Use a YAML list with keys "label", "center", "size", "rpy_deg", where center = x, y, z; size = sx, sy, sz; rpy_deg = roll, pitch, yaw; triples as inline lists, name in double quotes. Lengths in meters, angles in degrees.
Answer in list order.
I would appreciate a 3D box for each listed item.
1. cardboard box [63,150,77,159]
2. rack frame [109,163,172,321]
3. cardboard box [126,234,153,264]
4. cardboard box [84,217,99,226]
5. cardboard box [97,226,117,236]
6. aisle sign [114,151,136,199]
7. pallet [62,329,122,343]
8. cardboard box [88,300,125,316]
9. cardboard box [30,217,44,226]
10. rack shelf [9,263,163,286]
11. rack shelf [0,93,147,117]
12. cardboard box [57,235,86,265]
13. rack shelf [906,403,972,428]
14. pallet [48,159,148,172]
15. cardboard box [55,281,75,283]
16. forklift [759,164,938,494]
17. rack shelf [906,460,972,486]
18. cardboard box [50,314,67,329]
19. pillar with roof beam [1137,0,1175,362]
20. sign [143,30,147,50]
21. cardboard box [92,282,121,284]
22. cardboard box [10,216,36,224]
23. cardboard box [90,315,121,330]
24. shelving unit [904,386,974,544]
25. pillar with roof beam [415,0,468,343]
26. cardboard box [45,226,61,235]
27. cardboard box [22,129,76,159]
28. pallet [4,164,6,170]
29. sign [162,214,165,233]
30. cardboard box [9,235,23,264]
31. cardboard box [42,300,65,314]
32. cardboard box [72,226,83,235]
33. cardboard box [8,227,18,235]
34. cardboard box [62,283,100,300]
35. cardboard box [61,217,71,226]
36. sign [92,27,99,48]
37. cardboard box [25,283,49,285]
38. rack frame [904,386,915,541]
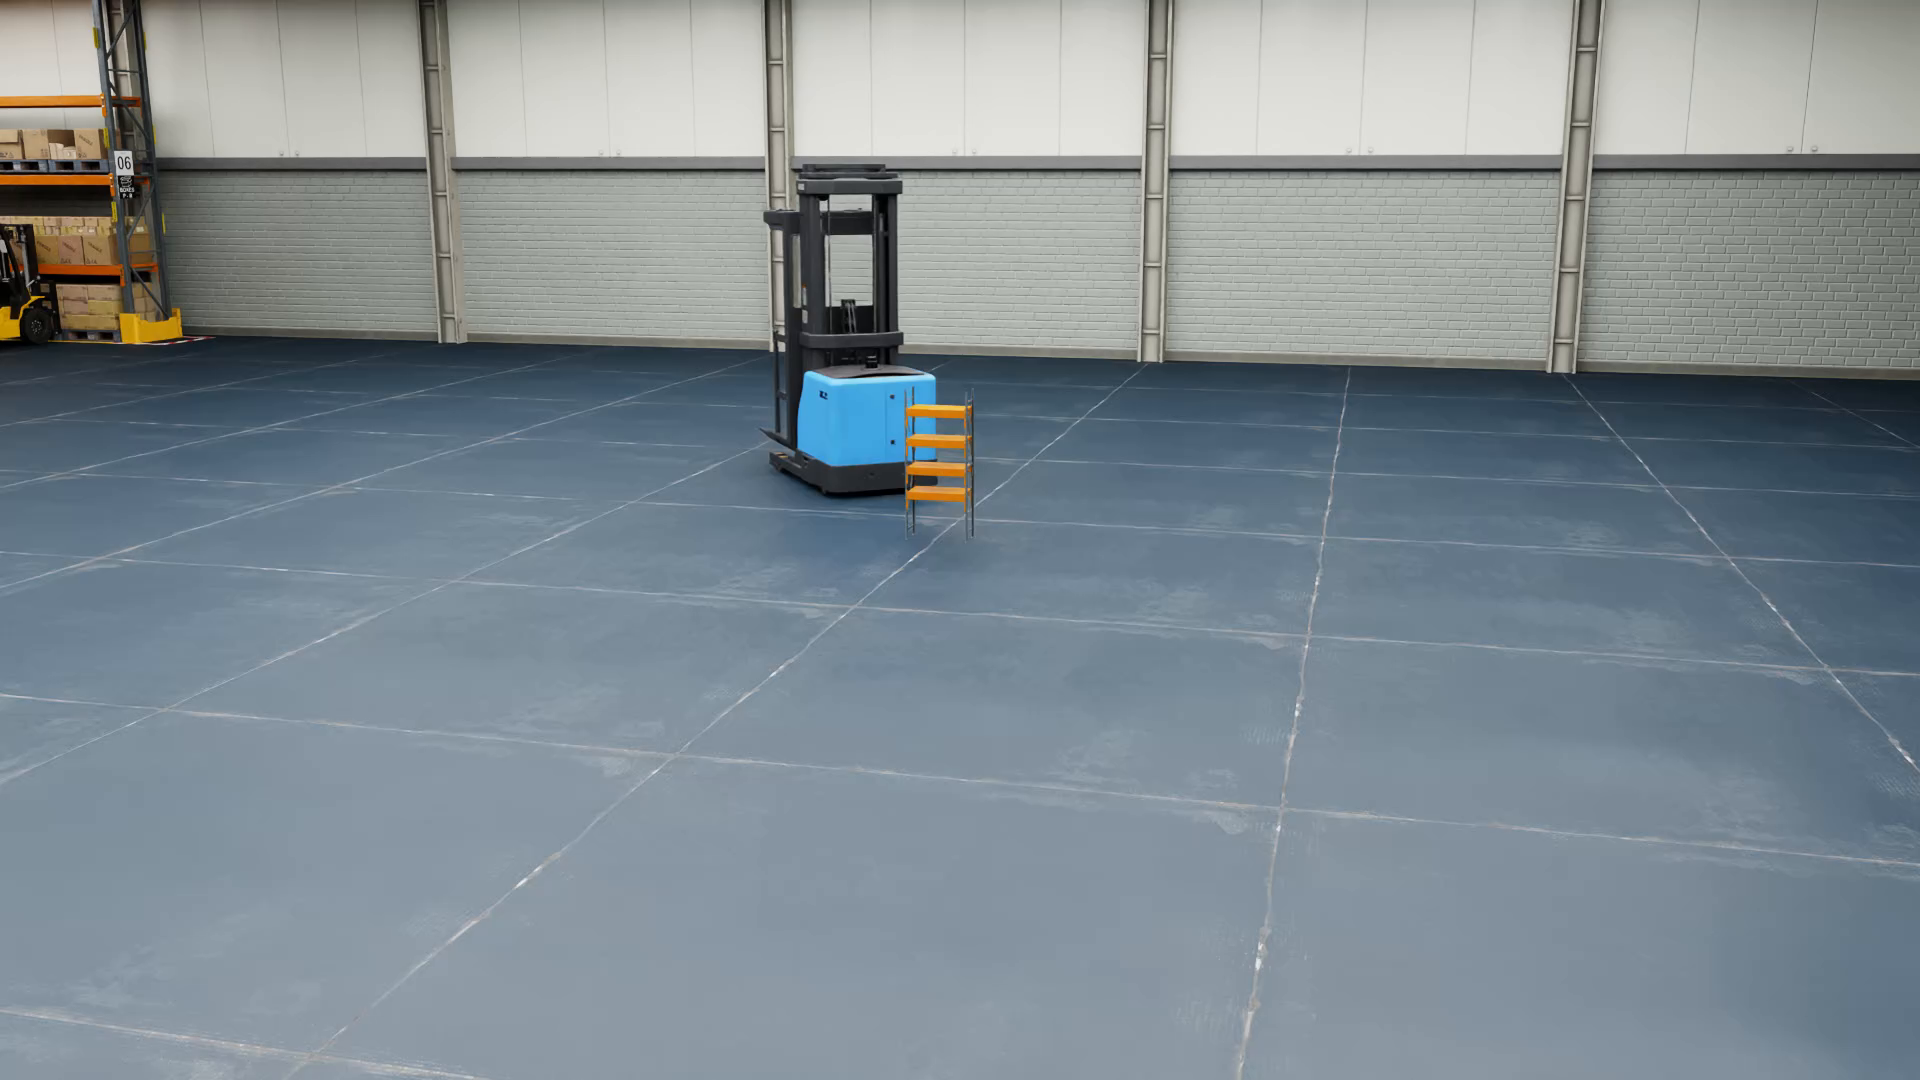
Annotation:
- label: "cardboard box"
  center: [-14.935, -6.519, 28.146]
  size: [0.250, 0.149, 0.380]
  rpy_deg: [3, 13, 12]
- label: "rack frame"
  center: [-14.057, -4.944, 28.594]
  size: [0.127, 3.000, 1.000]
  rpy_deg: [3, 13, 14]
- label: "cardboard box"
  center: [-14.472, -5.077, 28.963]
  size: [0.500, 0.500, 0.500]
  rpy_deg: [3, 13, 15]
- label: "cardboard box"
  center: [-14.703, -5.436, 28.393]
  size: [0.250, 0.149, 0.380]
  rpy_deg: [3, 13, 14]
- label: "cardboard box"
  center: [-14.461, -5.269, 28.329]
  size: [0.250, 0.149, 0.380]
  rpy_deg: [3, 13, 14]
- label: "aisle sign"
  center: [-14.064, -6.148, 28.019]
  size: [0.004, 0.787, 0.394]
  rpy_deg: [3, 13, 14]
- label: "pallet"
  center: [-14.810, -3.614, 29.035]
  size: [1.213, 0.211, 1.003]
  rpy_deg: [3, 13, 14]
- label: "cardboard box"
  center: [-14.605, -4.011, 28.610]
  size: [0.500, 0.250, 0.500]
  rpy_deg: [3, 13, 13]
- label: "cardboard box"
  center: [-15.719, -5.475, 28.568]
  size: [0.250, 0.149, 0.380]
  rpy_deg: [3, 13, 15]
- label: "rack shelf"
  center: [-15.999, -4.697, 29.140]
  size: [4.000, 0.370, 1.077]
  rpy_deg: [3, 13, 14]
- label: "rack shelf"
  center: [-15.999, -7.431, 28.534]
  size: [4.000, 0.370, 1.077]
  rpy_deg: [3, 13, 14]
- label: "cardboard box"
  center: [-15.100, -4.992, 28.580]
  size: [0.500, 0.500, 0.500]
  rpy_deg: [3, 13, 15]
- label: "rack shelf"
  center: [-0.161, -0.978, 13.057]
  size: [0.480, 0.148, 0.258]
  rpy_deg: [3, 13, 14]
- label: "pallet"
  center: [-14.738, -6.408, 28.469]
  size: [1.213, 0.211, 1.003]
  rpy_deg: [3, 13, 14]
- label: "cardboard box"
  center: [-15.943, -4.441, 29.397]
  size: [0.500, 0.250, 0.500]
  rpy_deg: [3, 13, 12]
- label: "forklift"
  center: [-1.227, -2.121, 16.026]
  size: [1.130, 2.935, 3.031]
  rpy_deg: [-5, 13, -22]
- label: "rack shelf"
  center: [-0.161, -0.529, 13.157]
  size: [0.480, 0.148, 0.258]
  rpy_deg: [3, 13, 14]
- label: "cardboard box"
  center: [-15.553, -3.821, 28.908]
  size: [0.500, 0.250, 0.500]
  rpy_deg: [3, 13, 14]
- label: "pillar with roof beam"
  center: [1.927, -6.259, 20.671]
  size: [0.400, 9.000, 9.100]
  rpy_deg: [3, 13, 14]
- label: "sign"
  center: [-13.918, -8.523, 28.351]
  size: [0.005, 0.325, 0.100]
  rpy_deg: [3, 13, 14]
- label: "cardboard box"
  center: [-14.965, -4.385, 29.144]
  size: [0.500, 0.250, 0.500]
  rpy_deg: [3, 13, 14]
- label: "cardboard box"
  center: [-16.187, -5.524, 28.793]
  size: [0.250, 0.149, 0.380]
  rpy_deg: [3, 13, 14]
- label: "cardboard box"
  center: [-14.589, -3.765, 28.657]
  size: [0.500, 0.250, 0.500]
  rpy_deg: [3, 13, 14]
- label: "shelving unit"
  center: [-0.161, -0.594, 13.143]
  size: [0.503, 1.200, 0.258]
  rpy_deg: [3, 13, 14]
- label: "pillar with roof beam"
  center: [-9.724, -6.882, 23.478]
  size: [0.400, 9.000, 9.100]
  rpy_deg: [3, 13, 14]
- label: "cardboard box"
  center: [-15.462, -5.322, 28.565]
  size: [0.250, 0.149, 0.380]
  rpy_deg: [3, 13, 12]
- label: "cardboard box"
  center: [-15.516, -6.757, 28.409]
  size: [0.500, 0.500, 0.700]
  rpy_deg: [3, 13, 14]
- label: "pallet"
  center: [-17.107, -6.534, 29.040]
  size: [1.213, 0.211, 1.003]
  rpy_deg: [3, 13, 14]
- label: "sign"
  center: [-13.919, -5.522, 29.017]
  size: [0.005, 0.325, 0.100]
  rpy_deg: [3, 13, 14]
- label: "cardboard box"
  center: [-16.088, -5.043, 28.806]
  size: [0.500, 0.500, 0.500]
  rpy_deg: [3, 13, 14]
- label: "cardboard box"
  center: [-15.595, -4.061, 28.838]
  size: [0.500, 0.250, 0.500]
  rpy_deg: [3, 13, 12]
- label: "cardboard box"
  center: [-14.954, -5.302, 28.479]
  size: [0.250, 0.149, 0.380]
  rpy_deg: [3, 13, 15]
- label: "cardboard box"
  center: [-16.198, -5.361, 28.744]
  size: [0.250, 0.149, 0.380]
  rpy_deg: [3, 13, 12]
- label: "cardboard box"
  center: [-15.076, -4.279, 28.664]
  size: [0.500, 0.250, 0.500]
  rpy_deg: [3, 13, 15]
- label: "cardboard box"
  center: [-15.187, -5.472, 28.557]
  size: [0.250, 0.149, 0.380]
  rpy_deg: [3, 13, 14]
- label: "sign"
  center: [-14.201, -8.255, 27.324]
  size: [0.005, 0.325, 0.100]
  rpy_deg: [3, 13, 14]
- label: "cardboard box"
  center: [-16.059, -4.331, 28.899]
  size: [0.500, 0.250, 0.500]
  rpy_deg: [3, 13, 12]
- label: "rack frame"
  center: [-0.398, -0.607, 13.200]
  size: [0.015, 1.200, 0.240]
  rpy_deg: [3, 13, 14]
